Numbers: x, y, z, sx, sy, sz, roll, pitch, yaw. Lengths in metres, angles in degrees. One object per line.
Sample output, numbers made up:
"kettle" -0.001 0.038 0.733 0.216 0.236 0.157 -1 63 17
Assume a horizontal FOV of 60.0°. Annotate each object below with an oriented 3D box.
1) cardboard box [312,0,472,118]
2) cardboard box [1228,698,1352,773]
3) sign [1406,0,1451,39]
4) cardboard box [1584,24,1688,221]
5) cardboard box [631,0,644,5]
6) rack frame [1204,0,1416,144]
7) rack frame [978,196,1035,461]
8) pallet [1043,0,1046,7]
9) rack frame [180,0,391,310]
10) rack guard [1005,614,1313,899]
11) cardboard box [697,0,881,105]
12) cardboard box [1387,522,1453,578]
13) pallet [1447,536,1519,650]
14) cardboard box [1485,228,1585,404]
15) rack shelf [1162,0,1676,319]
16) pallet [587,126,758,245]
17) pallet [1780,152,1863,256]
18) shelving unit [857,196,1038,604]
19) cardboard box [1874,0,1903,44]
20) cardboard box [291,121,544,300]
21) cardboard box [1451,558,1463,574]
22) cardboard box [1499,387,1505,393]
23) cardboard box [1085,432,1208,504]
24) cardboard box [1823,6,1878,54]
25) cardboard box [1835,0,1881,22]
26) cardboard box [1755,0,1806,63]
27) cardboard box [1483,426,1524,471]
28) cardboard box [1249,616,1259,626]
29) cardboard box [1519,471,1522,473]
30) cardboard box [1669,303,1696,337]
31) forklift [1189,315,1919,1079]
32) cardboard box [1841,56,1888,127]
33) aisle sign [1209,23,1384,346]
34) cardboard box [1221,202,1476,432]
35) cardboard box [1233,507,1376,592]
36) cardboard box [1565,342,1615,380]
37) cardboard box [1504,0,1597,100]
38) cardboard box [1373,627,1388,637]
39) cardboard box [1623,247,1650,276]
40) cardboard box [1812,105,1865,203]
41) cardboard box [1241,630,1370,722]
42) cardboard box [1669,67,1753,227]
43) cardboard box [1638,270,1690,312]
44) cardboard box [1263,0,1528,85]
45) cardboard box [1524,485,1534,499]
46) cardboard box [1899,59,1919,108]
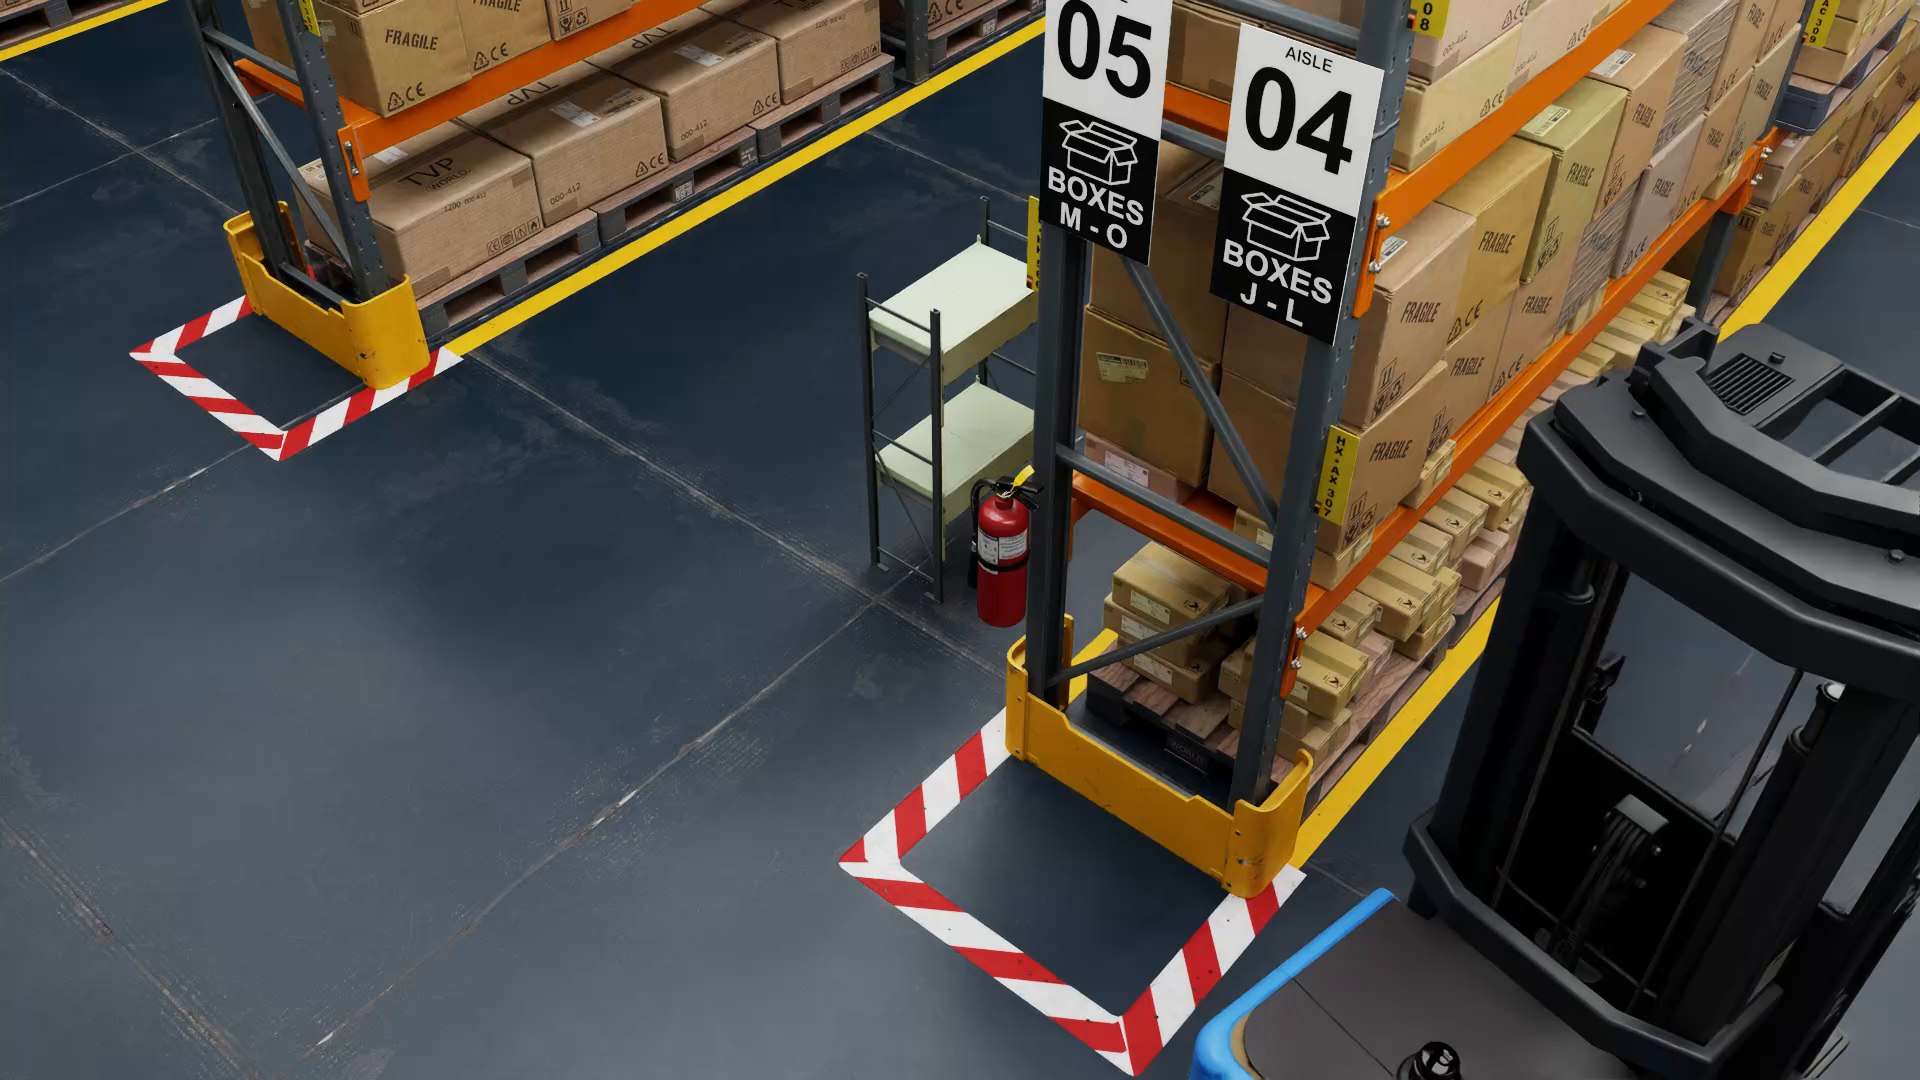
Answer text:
"cardboard box" -2.666 -2.349 7.711 0.500 0.500 0.500 29 50 28
"cardboard box" 1.241 0.670 6.272 0.380 0.149 0.250 31 50 29
"sign" 1.075 -1.296 3.749 0.100 0.325 0.005 29 50 28
"cardboard box" 2.148 -1.516 5.831 0.500 0.500 0.500 28 49 27
"cardboard box" -1.711 -3.141 8.582 0.500 0.500 0.500 31 51 30
"rack frame" 0.659 -2.317 3.292 1.000 3.000 0.127 29 50 28
"rack frame" 0.240 -0.747 7.139 0.400 1.500 0.023 29 50 28
"pallet" 0.603 -4.278 11.980 1.003 0.211 1.213 29 50 28
"rack frame" -3.195 -2.189 7.610 1.000 3.000 0.127 29 50 28
"rack guard" 0.708 0.788 6.194 1.175 0.500 0.348 29 50 28
"cardboard box" -1.107 -3.179 10.291 0.875 0.438 0.875 29 50 28
"cardboard box" 1.698 0.027 6.538 0.380 0.149 0.250 27 49 27
"pallet" 2.043 -0.134 7.422 1.003 0.211 1.213 29 50 28
"cardboard box" 1.809 -0.890 5.886 0.500 0.500 0.500 30 50 29
"rack shelf" 1.946 -1.971 5.676 1.077 0.370 4.000 29 50 28
"pallet" -1.955 -2.228 9.726 1.003 0.211 1.213 29 50 28
"pallet" 4.518 -2.158 9.649 1.003 0.211 1.213 29 50 28
"shelving unit" 0.004 -0.558 6.932 0.431 1.500 0.755 29 50 28
"cardboard box" 4.177 -2.496 7.822 0.380 0.149 0.250 30 50 29
"cardboard box" -2.846 -1.779 8.752 0.875 0.438 0.875 28 49 27
"cardboard box" 1.841 0.113 6.886 0.380 0.149 0.250 30 50 29
"cardboard box" 1.900 -0.731 6.193 0.380 0.149 0.250 29 49 28
"cardboard box" 0.653 -0.295 5.714 0.380 0.149 0.250 30 50 28
"cardboard box" 3.839 -2.334 7.423 0.380 0.149 0.250 30 50 29
"cardboard box" 3.839 -2.444 7.322 0.380 0.149 0.250 32 51 30
"cardboard box" 3.138 -2.315 6.710 0.500 0.500 0.500 28 49 27
"cardboard box" 2.177 -0.398 7.005 0.380 0.149 0.250 30 50 29
"cardboard box" 1.162 0.165 6.828 0.380 0.149 0.250 29 50 28
"cardboard box" 2.173 -0.303 7.122 0.380 0.149 0.250 32 51 30
"cardboard box" 3.274 -1.068 7.963 0.380 0.149 0.250 31 50 29
"forklift" 2.075 0.653 4.535 3.031 2.935 1.130 -28 49 -28
"cardboard box" 4.584 -2.467 8.905 0.500 0.250 0.500 31 51 30
"aisle sign" 0.842 -0.892 4.251 0.394 0.787 0.004 29 50 28
"cardboard box" 1.151 -0.731 4.968 0.500 0.500 0.500 29 50 28
"cardboard box" 1.118 -0.030 5.422 0.380 0.149 0.250 29 50 28
"cardboard box" 2.688 -0.802 7.450 0.380 0.149 0.250 31 51 30
"cardboard box" 1.486 -1.542 4.780 0.500 0.250 0.500 31 51 30
"cardboard box" 1.502 0.252 6.511 0.380 0.149 0.250 30 50 29
"cardboard box" 2.592 -1.250 6.764 0.380 0.149 0.250 27 49 27
"cardboard box" 4.578 -2.202 9.171 0.500 0.500 0.500 30 50 29
"cardboard box" 1.256 0.459 6.063 0.380 0.149 0.250 27 49 27
"cardboard box" 2.803 -1.666 6.740 0.500 0.500 0.500 28 49 27
"cardboard box" 3.204 -1.182 7.868 0.380 0.149 0.250 31 51 29
"cardboard box" 1.147 -1.456 4.314 0.500 0.250 0.500 30 50 29
"cardboard box" 2.356 -0.270 7.307 0.380 0.149 0.250 30 50 29
"cardboard box" 5.584 -2.996 10.043 0.500 0.500 0.500 29 50 28
